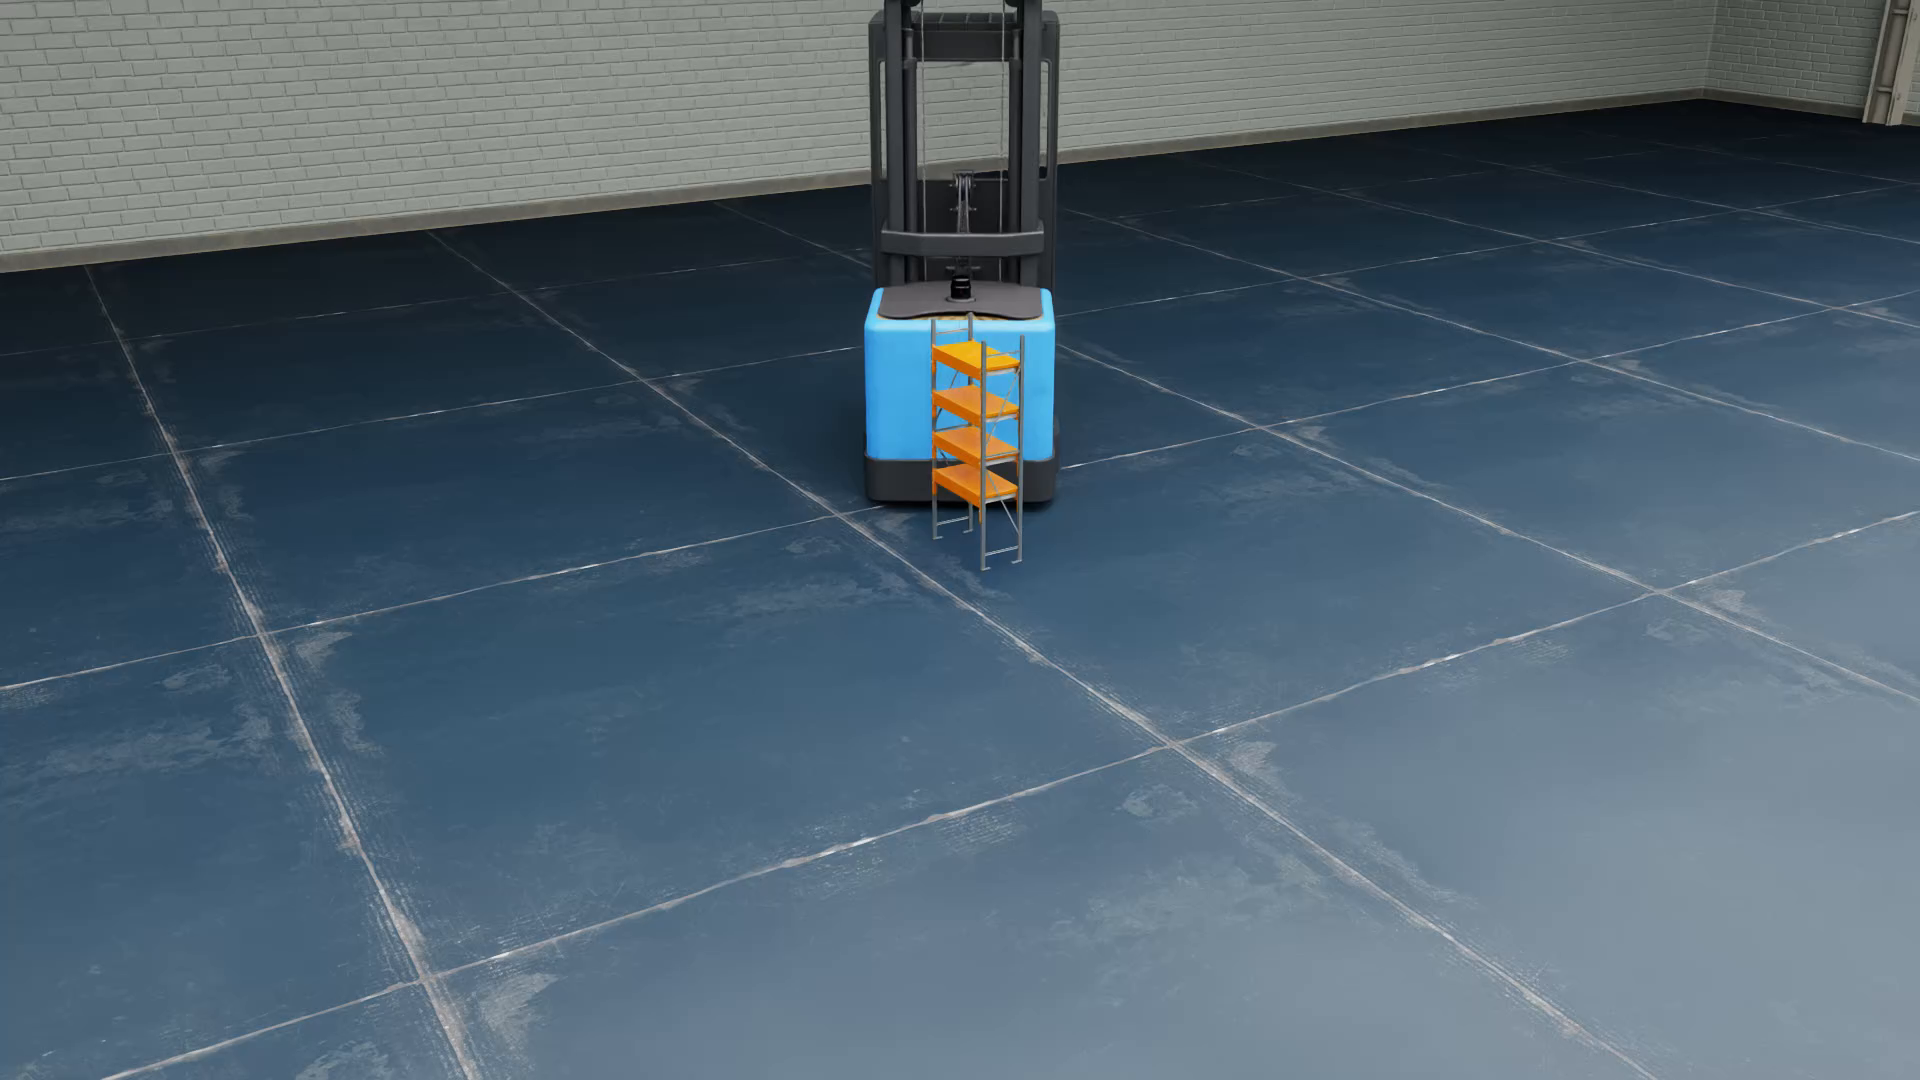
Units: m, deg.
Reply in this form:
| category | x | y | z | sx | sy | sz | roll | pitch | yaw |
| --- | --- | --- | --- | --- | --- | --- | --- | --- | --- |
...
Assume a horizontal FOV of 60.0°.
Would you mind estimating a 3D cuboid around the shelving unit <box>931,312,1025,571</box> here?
| category | x | y | z | sx | sy | sz | roll | pitch | yaw |
| --- | --- | --- | --- | --- | --- | --- | --- | --- | --- |
| shelving unit | 0.085 | -0.502 | 8.454 | 0.258 | 1.200 | 0.503 | -13 | 25 | -28 |

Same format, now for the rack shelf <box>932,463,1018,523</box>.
| category | x | y | z | sx | sy | sz | roll | pitch | yaw |
| --- | --- | --- | --- | --- | --- | --- | --- | --- | --- |
| rack shelf | 0.085 | -0.256 | 8.554 | 0.258 | 0.148 | 0.480 | -13 | 25 | -28 |

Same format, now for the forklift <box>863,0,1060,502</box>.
| category | x | y | z | sx | sy | sz | roll | pitch | yaw |
| --- | --- | --- | --- | --- | --- | --- | --- | --- | --- |
| forklift | 0.029 | -2.072 | 10.017 | 1.130 | 2.935 | 3.031 | 0 | 22 | 1 |

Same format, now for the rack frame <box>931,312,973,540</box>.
| category | x | y | z | sx | sy | sz | roll | pitch | yaw |
| --- | --- | --- | --- | --- | --- | --- | --- | --- | --- |
| rack frame | -0.040 | -0.581 | 8.648 | 0.240 | 1.200 | 0.015 | -13 | 25 | -28 |

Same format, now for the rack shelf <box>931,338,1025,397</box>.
| category | x | y | z | sx | sy | sz | roll | pitch | yaw |
| --- | --- | --- | --- | --- | --- | --- | --- | --- | --- |
| rack shelf | 0.085 | -0.866 | 8.306 | 0.258 | 0.148 | 0.480 | -13 | 25 | -28 |

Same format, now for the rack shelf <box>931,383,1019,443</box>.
| category | x | y | z | sx | sy | sz | roll | pitch | yaw |
| --- | --- | --- | --- | --- | --- | --- | --- | --- | --- |
| rack shelf | 0.085 | -0.647 | 8.395 | 0.258 | 0.148 | 0.480 | -13 | 25 | -28 |

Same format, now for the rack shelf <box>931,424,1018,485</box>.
| category | x | y | z | sx | sy | sz | roll | pitch | yaw |
| --- | --- | --- | --- | --- | --- | --- | --- | --- | --- |
| rack shelf | 0.085 | -0.440 | 8.479 | 0.258 | 0.148 | 0.480 | -13 | 25 | -28 |

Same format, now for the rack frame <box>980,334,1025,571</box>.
| category | x | y | z | sx | sy | sz | roll | pitch | yaw |
| --- | --- | --- | --- | --- | --- | --- | --- | --- | --- |
| rack frame | 0.209 | -0.423 | 8.259 | 0.240 | 1.200 | 0.015 | -13 | 25 | -28 |

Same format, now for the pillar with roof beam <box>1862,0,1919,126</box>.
| category | x | y | z | sx | sy | sz | roll | pitch | yaw |
| --- | --- | --- | --- | --- | --- | --- | --- | --- | --- |
| pillar with roof beam | 9.053 | -9.109 | 19.272 | 9.100 | 9.000 | 0.400 | -13 | 25 | -28 |
